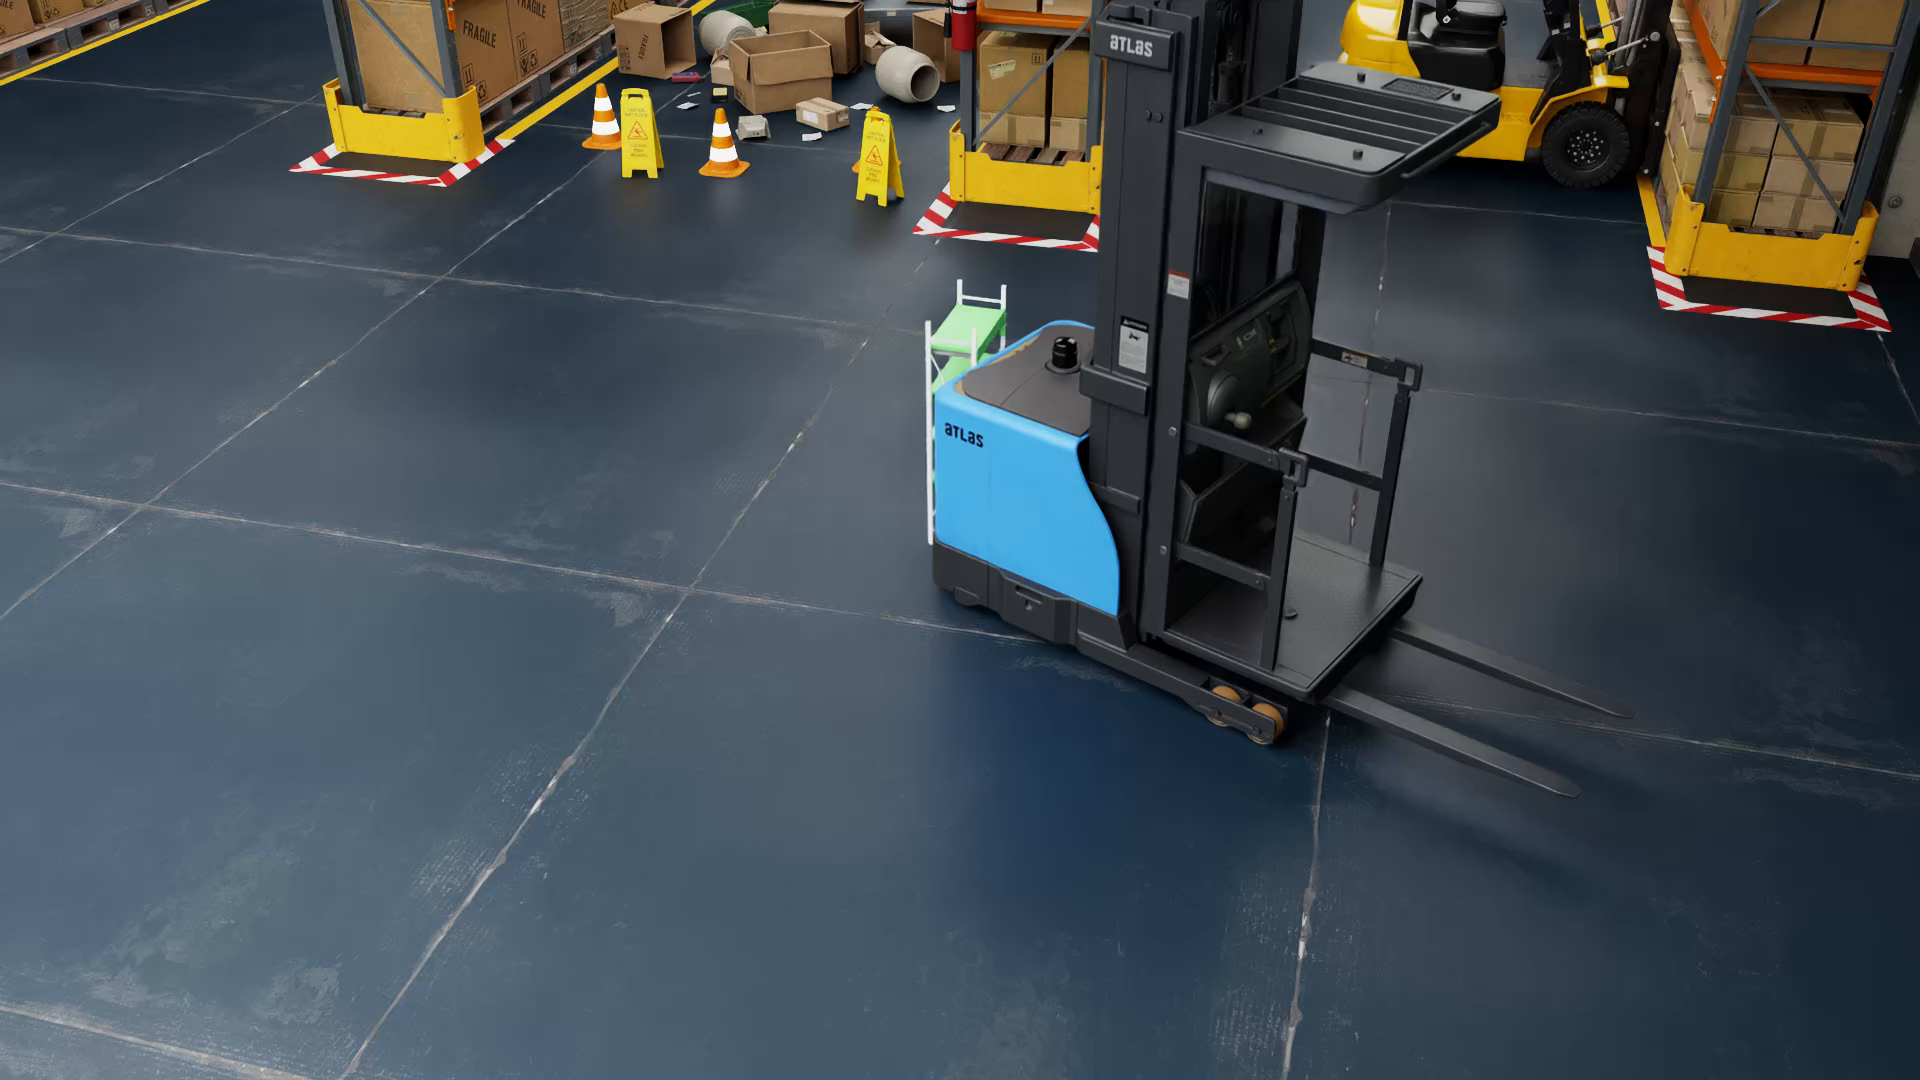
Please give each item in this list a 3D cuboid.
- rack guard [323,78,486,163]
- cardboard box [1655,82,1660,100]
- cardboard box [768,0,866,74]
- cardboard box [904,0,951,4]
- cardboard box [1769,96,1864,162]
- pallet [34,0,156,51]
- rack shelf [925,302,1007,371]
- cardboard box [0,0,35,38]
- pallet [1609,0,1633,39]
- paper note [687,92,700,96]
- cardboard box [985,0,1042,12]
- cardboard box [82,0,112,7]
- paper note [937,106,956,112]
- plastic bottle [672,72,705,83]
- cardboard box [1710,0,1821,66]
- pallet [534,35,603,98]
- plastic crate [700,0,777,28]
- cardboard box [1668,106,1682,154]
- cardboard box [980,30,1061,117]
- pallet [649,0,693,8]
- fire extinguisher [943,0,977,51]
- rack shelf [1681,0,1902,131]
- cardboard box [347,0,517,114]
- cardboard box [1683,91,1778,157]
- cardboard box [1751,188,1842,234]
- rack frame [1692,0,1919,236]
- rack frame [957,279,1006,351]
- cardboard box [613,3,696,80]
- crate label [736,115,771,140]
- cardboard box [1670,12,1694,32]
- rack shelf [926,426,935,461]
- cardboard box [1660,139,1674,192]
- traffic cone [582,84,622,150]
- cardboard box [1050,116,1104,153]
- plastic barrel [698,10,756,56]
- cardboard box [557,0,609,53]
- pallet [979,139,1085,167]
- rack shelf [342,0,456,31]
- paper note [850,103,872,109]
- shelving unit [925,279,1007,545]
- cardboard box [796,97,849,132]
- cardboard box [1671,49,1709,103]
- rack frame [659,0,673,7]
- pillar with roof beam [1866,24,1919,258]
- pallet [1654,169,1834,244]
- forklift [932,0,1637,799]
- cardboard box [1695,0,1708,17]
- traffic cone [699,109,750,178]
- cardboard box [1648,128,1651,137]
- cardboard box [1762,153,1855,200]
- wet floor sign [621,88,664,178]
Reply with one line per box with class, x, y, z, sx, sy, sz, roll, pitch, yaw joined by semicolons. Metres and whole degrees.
rack guard;-4.319;-3.279;12.941;1.175;0.500;0.348;8;33;12
cardboard box;5.503;-3.362;12.449;0.500;0.250;0.500;8;33;12
cardboard box;-1.273;-4.471;14.687;0.797;0.637;0.503;8;33;12
cardboard box;-0.214;-5.292;15.402;0.500;0.500;0.500;8;33;12
cardboard box;5.608;-2.713;10.961;0.500;0.250;0.500;8;33;12
pallet;-8.514;-4.984;15.894;1.003;0.211;1.213;8;33;12
rack shelf;0.032;-0.948;7.847;0.258;0.148;0.480;9;34;14
cardboard box;-8.792;-4.833;14.995;0.500;0.500;0.500;17;36;25
pallet;6.775;-4.972;15.875;1.003;0.211;1.213;8;33;12
paper note;-2.279;-3.819;14.248;0.032;0.001;0.123;28;42;36
cardboard box;0.388;-3.842;11.731;0.380;0.149;0.250;9;34;14
cardboard box;-8.430;-5.439;15.948;0.500;0.500;0.500;5;33;8
paper note;-0.112;-3.618;13.912;0.142;0.019;0.148;-3;33;-4
plastic bottle;-2.378;-4.054;14.569;0.283;0.061;0.133;-3;33;-4
cardboard box;5.173;-3.384;10.684;0.500;0.500;0.500;7;33;11
pallet;-3.874;-4.226;14.701;1.003;0.211;1.213;8;33;12
plastic crate;-2.075;-4.991;15.872;0.662;0.188;0.450;-28;32;-37
cardboard box;5.261;-2.832;11.615;0.500;0.250;0.500;8;33;12
cardboard box;0.452;-3.509;12.447;0.500;0.500;0.500;8;33;13
pallet;-3.175;-5.656;16.950;1.003;0.211;1.213;8;33;12
fire extinguisher;0.026;-3.695;11.339;0.296;0.674;0.183;8;33;12
rack shelf;5.810;-3.785;12.078;1.077;0.370;4.000;8;33;12
cardboard box;-4.205;-3.988;13.316;0.875;0.875;0.875;8;33;13
cardboard box;5.118;-2.771;11.052;0.500;0.250;0.500;9;34;14
cardboard box;5.616;-2.296;11.237;0.500;0.250;0.500;8;33;13
rack frame;5.303;-3.051;10.253;1.000;3.000;0.127;8;33;12
rack frame;0.104;-0.722;8.267;0.240;1.200;0.015;9;34;14
cardboard box;-2.699;-4.423;14.739;0.500;0.500;0.500;14;35;21
crate label;-1.659;-3.306;13.323;0.250;0.136;0.298;-8;33;-13
cardboard box;5.637;-3.833;12.723;0.500;0.250;0.500;9;34;14
rack shelf;0.032;-0.542;8.104;0.258;0.148;0.480;9;34;14
cardboard box;5.252;-2.611;11.733;0.500;0.250;0.500;8;33;12
traffic cone;-2.805;-3.358;13.100;0.336;0.463;0.334;8;33;12
cardboard box;0.973;-3.122;12.537;0.500;0.250;0.500;8;33;12
plastic barrel;-2.102;-4.537;14.992;0.421;0.421;0.512;-21;38;-29
cardboard box;-3.750;-4.917;14.778;0.875;0.875;0.875;8;33;13
pallet;0.760;-3.004;12.779;1.003;0.211;1.213;8;33;12
rack shelf;-3.806;-5.080;14.116;1.077;0.370;4.000;8;33;12
paper note;-0.824;-3.649;13.972;0.148;0.019;0.142;20;38;29
shelving unit;0.032;-0.596;8.070;0.258;1.200;0.503;9;34;14
cardboard box;-1.121;-3.476;13.580;0.380;0.149;0.250;28;42;36
cardboard box;5.360;-3.300;11.884;0.500;0.250;0.500;8;33;13
rack frame;-3.298;-6.422;15.556;1.000;3.000;0.127;8;33;12
pillar with roof beam;2.187;-6.407;9.941;9.100;9.000;0.400;8;33;12
pallet;5.456;-2.277;11.634;1.003;0.211;1.213;8;33;12
forklift;1.346;-0.712;6.637;3.031;2.935;1.130;23;39;31
cardboard box;5.444;-3.918;11.524;0.500;0.500;0.500;7;33;11
traffic cone;-1.798;-3.027;12.581;0.336;0.463;0.334;8;33;12
cardboard box;5.497;-3.142;12.568;0.500;0.250;0.500;9;34;14
cardboard box;5.623;-2.494;11.083;0.500;0.250;0.500;9;33;13
wet floor sign;-2.405;-3.068;12.474;0.267;0.644;0.232;3;33;4
